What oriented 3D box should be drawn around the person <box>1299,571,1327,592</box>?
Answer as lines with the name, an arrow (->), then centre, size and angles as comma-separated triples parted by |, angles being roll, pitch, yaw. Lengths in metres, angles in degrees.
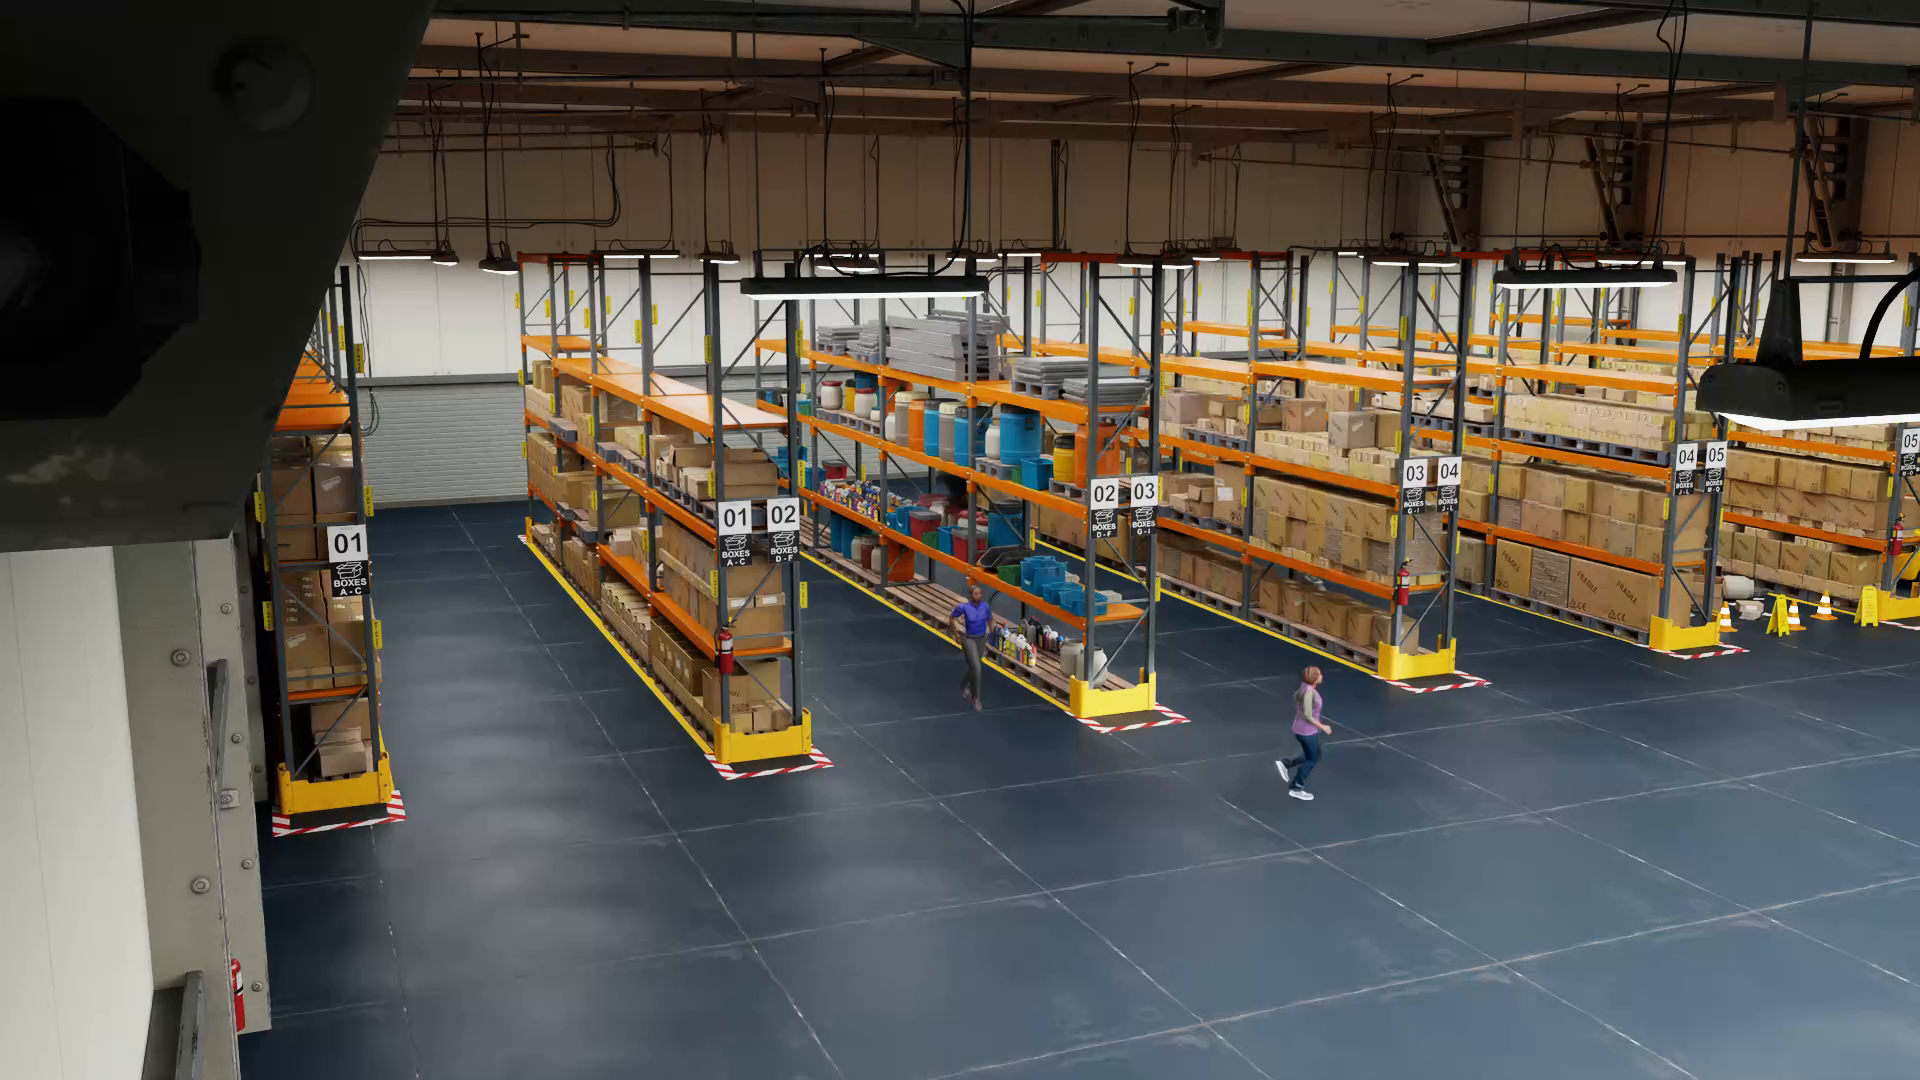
person -> 6.433, -0.023, 30.118 | 0.667, 1.827, 0.861 | -7, 12, -32

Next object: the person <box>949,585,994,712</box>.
person -> 0.188, 1.442, 22.640 | 0.562, 1.715, 0.771 | -7, 12, -34

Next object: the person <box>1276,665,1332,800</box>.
person -> 3.911, 2.175, 18.890 | 0.608, 1.564, 0.561 | 2, 10, 9

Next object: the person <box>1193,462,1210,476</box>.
person -> 5.997, -2.078, 41.768 | 0.899, 1.722, 0.699 | 8, 13, 37
